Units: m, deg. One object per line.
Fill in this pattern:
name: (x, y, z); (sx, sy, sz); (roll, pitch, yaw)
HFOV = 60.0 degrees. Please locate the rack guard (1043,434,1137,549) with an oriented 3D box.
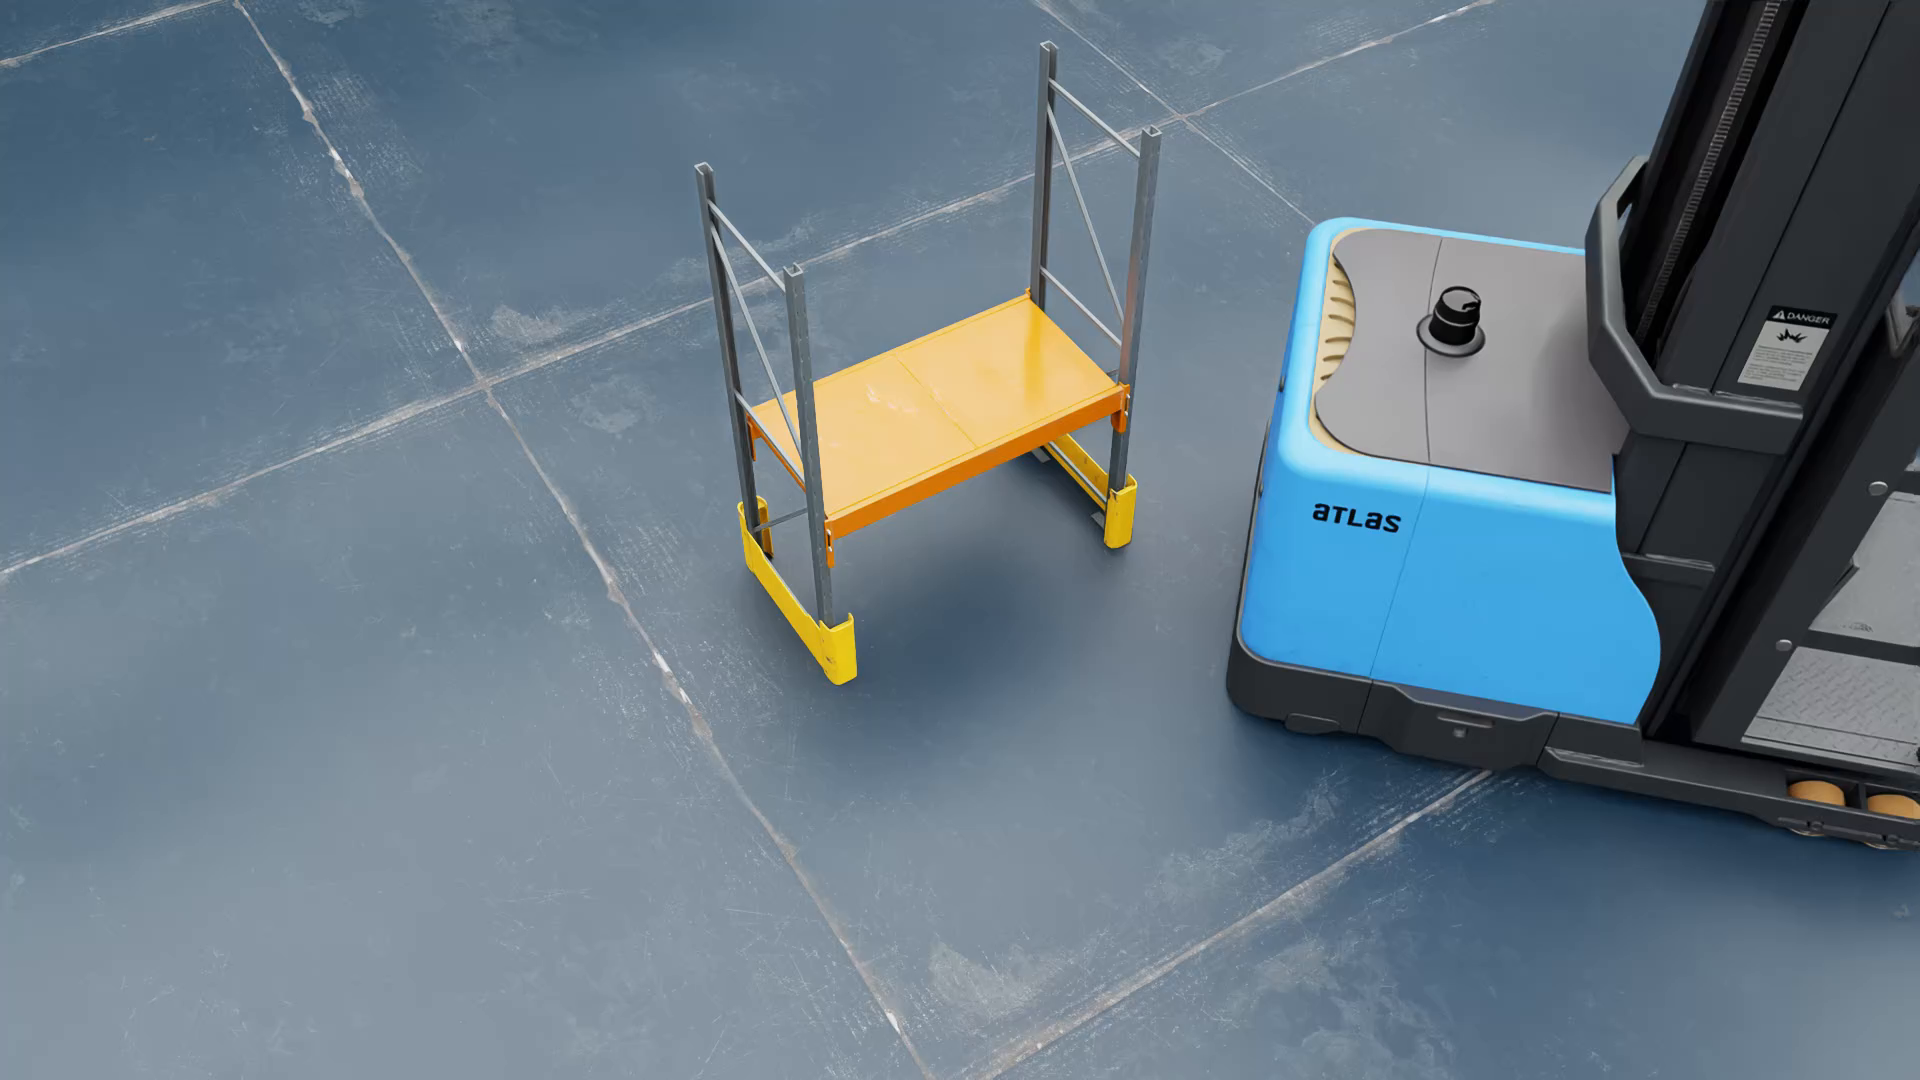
rack guard: (0.357, -0.251, 5.306); (0.087, 0.250, 0.587); (-25, 53, -21)

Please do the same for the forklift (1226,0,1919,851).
forklift: (2.337, -0.575, 3.800); (3.031, 2.935, 1.130); (10, 49, 9)

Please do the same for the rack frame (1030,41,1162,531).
rack frame: (0.358, -0.667, 4.840); (0.032, 1.500, 0.500); (-25, 53, -21)

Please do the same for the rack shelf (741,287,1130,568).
rack shelf: (-0.072, -0.345, 4.794); (1.000, 0.185, 0.538); (-25, 53, -21)

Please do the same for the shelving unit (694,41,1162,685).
shelving unit: (-0.064, -0.468, 4.663); (1.083, 1.500, 0.587); (-25, 53, -21)

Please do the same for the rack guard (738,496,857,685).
rack guard: (-0.486, 0.146, 4.953); (0.087, 0.250, 0.587); (-25, 53, -21)

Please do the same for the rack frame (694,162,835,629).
rack frame: (-0.502, -0.262, 4.479); (0.032, 1.500, 0.500); (-25, 53, -21)
